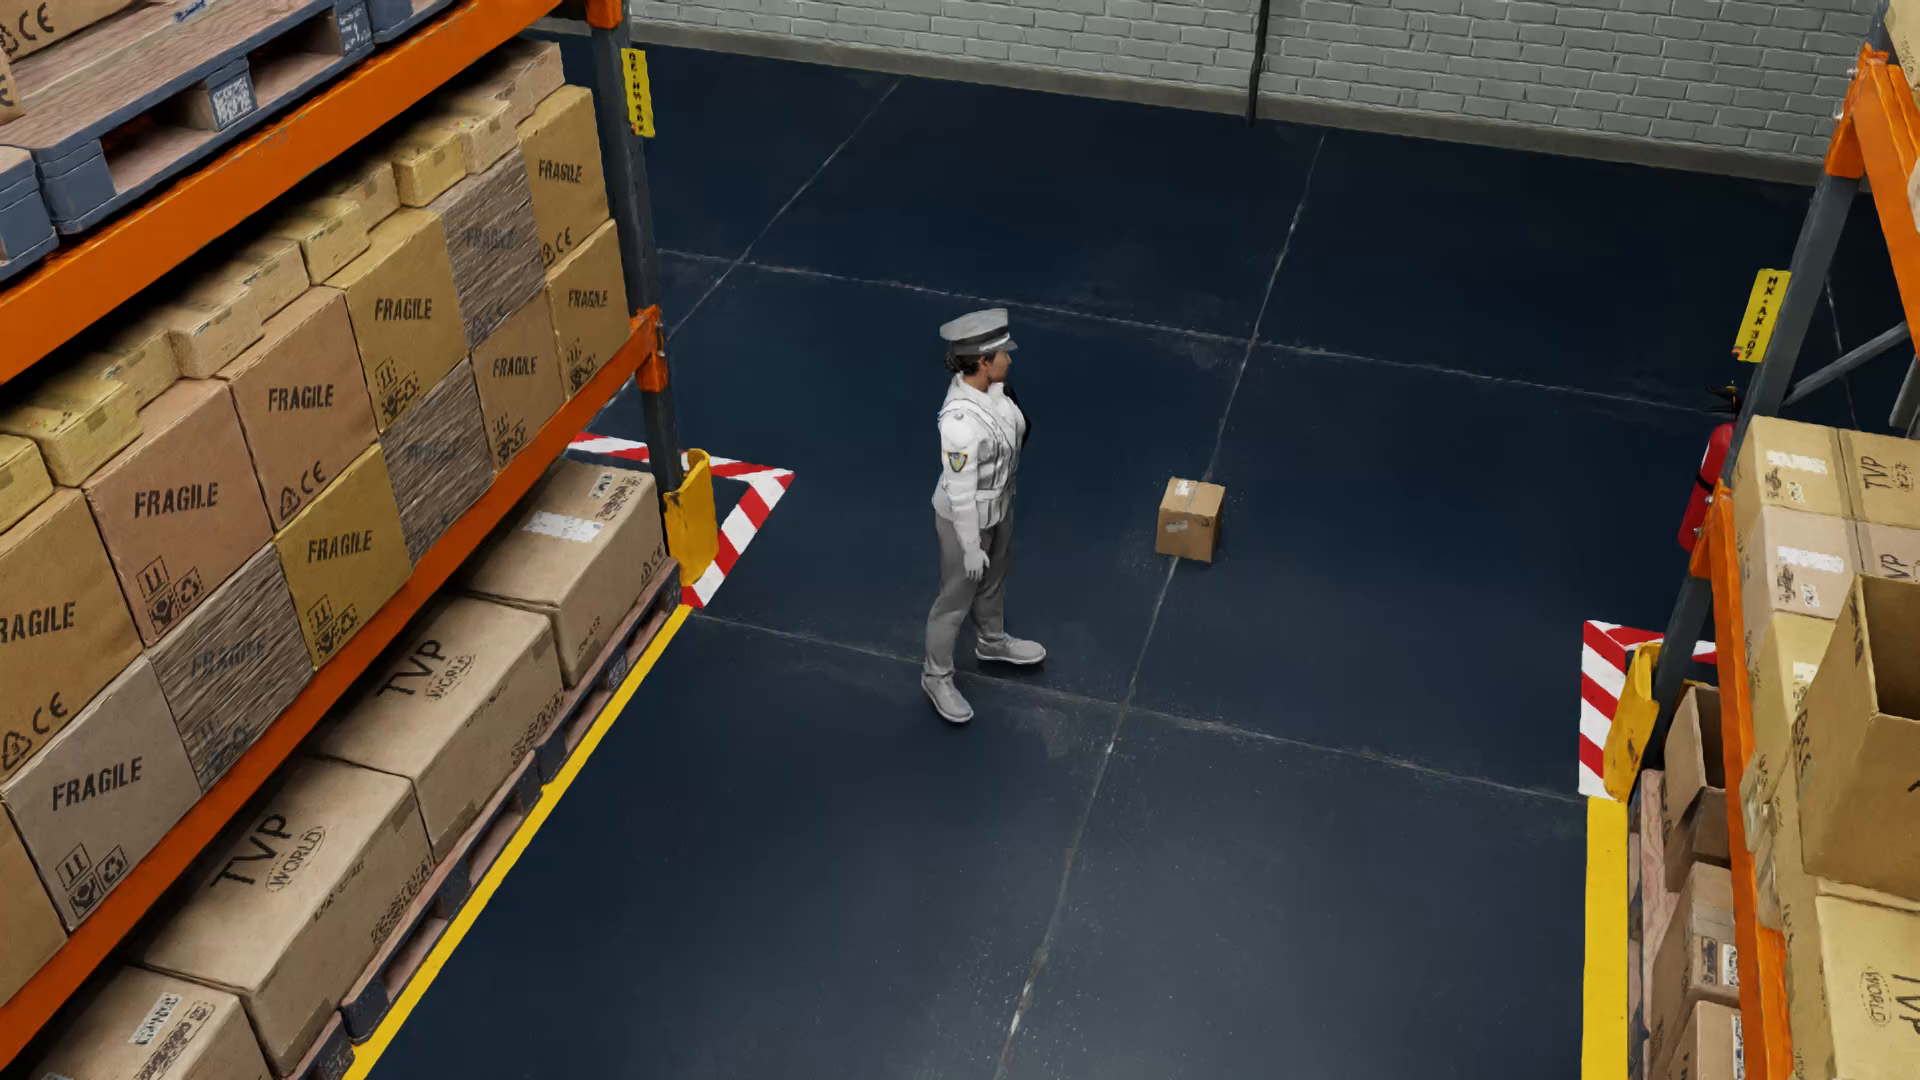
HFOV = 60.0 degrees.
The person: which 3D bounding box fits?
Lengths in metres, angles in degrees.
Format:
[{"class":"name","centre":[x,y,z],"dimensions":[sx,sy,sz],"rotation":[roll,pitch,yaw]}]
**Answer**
[{"class":"person","centre":[0.093,-0.106,6.237],"dimensions":[0.444,1.677,0.574],"rotation":[10,38,12]}]
